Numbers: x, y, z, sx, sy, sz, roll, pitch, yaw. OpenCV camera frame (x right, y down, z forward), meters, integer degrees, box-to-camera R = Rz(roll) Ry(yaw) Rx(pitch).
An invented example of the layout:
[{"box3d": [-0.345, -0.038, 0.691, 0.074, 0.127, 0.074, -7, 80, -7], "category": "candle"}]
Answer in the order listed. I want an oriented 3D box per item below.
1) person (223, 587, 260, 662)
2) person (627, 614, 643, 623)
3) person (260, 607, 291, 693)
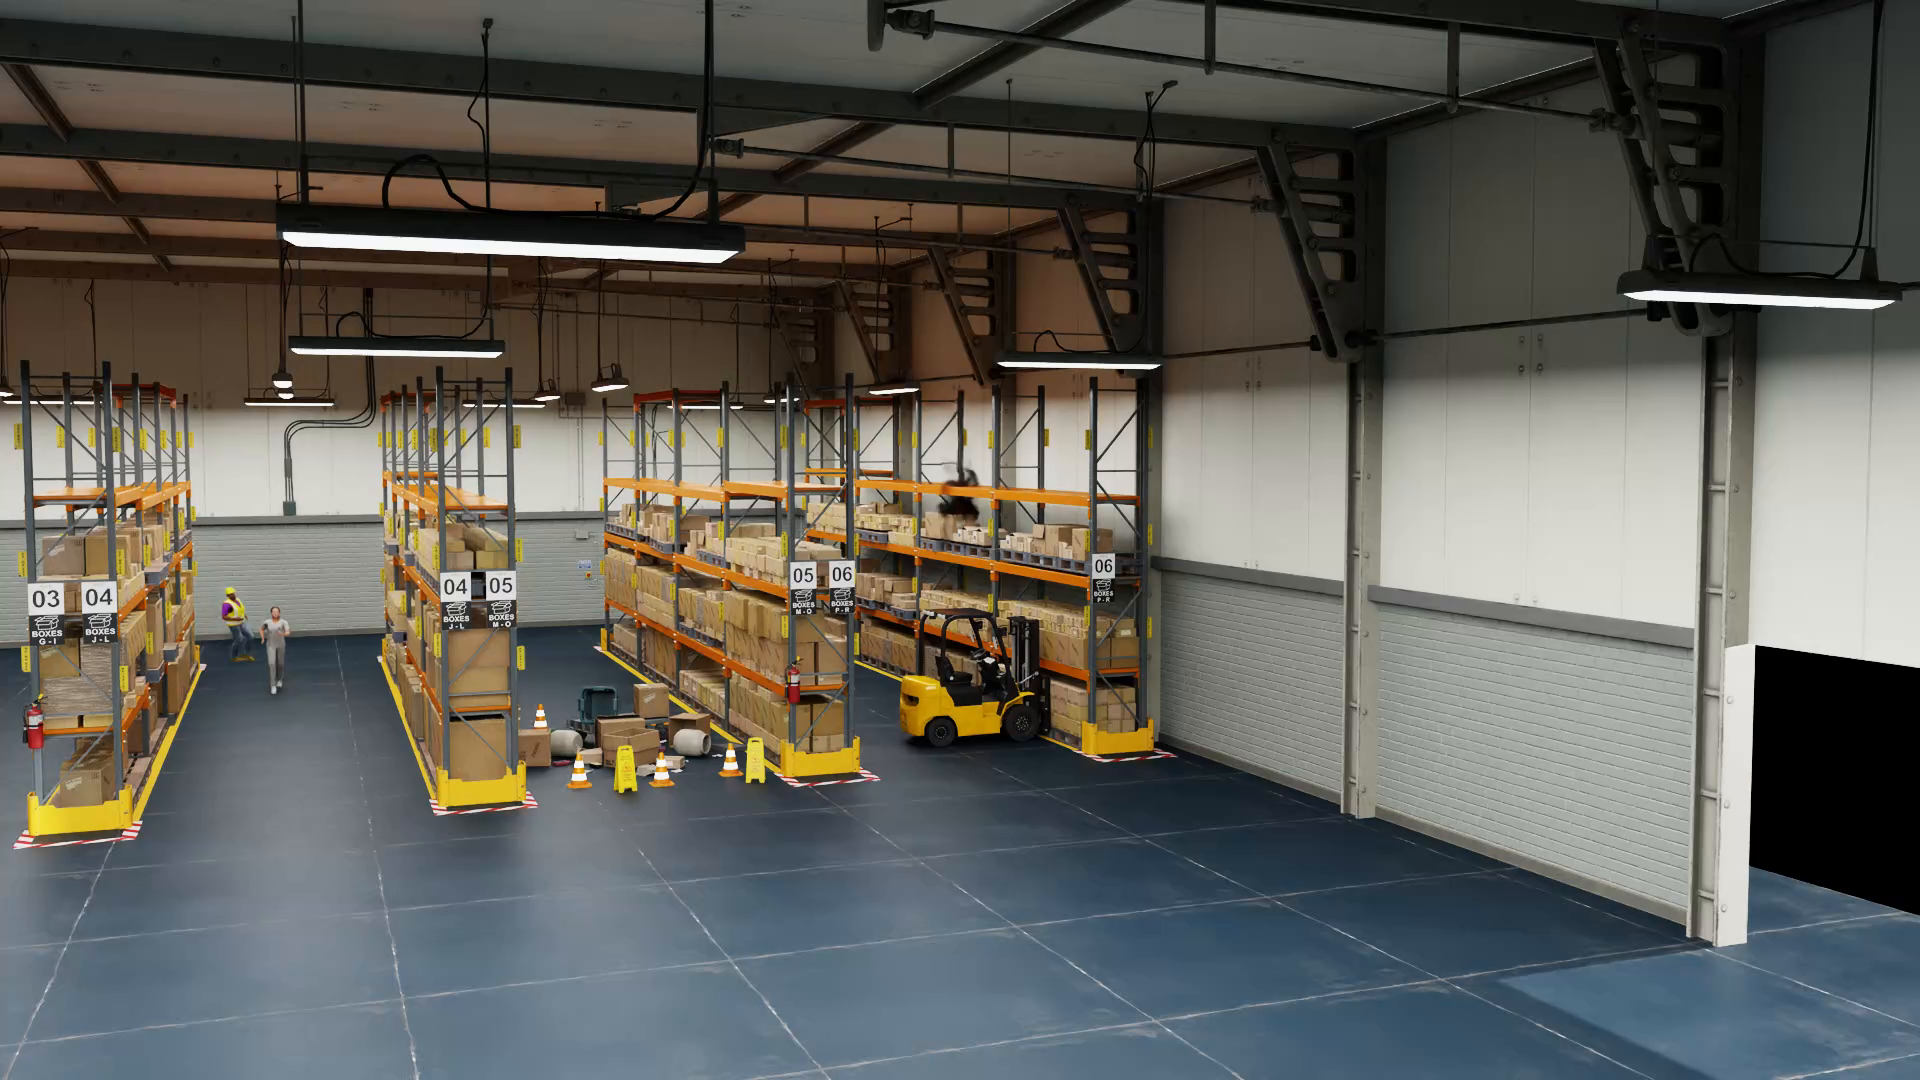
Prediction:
[{"box3d": [-16.198, 1.909, 37.265, 0.604, 1.750, 0.772, 1, 4, 15], "category": "person"}, {"box3d": [-8.050, 1.655, 41.176, 0.946, 1.704, 0.799, 1, 4, 19], "category": "person"}, {"box3d": [-13.575, 2.160, 32.998, 0.567, 1.645, 0.949, -1, 4, -24], "category": "person"}]
